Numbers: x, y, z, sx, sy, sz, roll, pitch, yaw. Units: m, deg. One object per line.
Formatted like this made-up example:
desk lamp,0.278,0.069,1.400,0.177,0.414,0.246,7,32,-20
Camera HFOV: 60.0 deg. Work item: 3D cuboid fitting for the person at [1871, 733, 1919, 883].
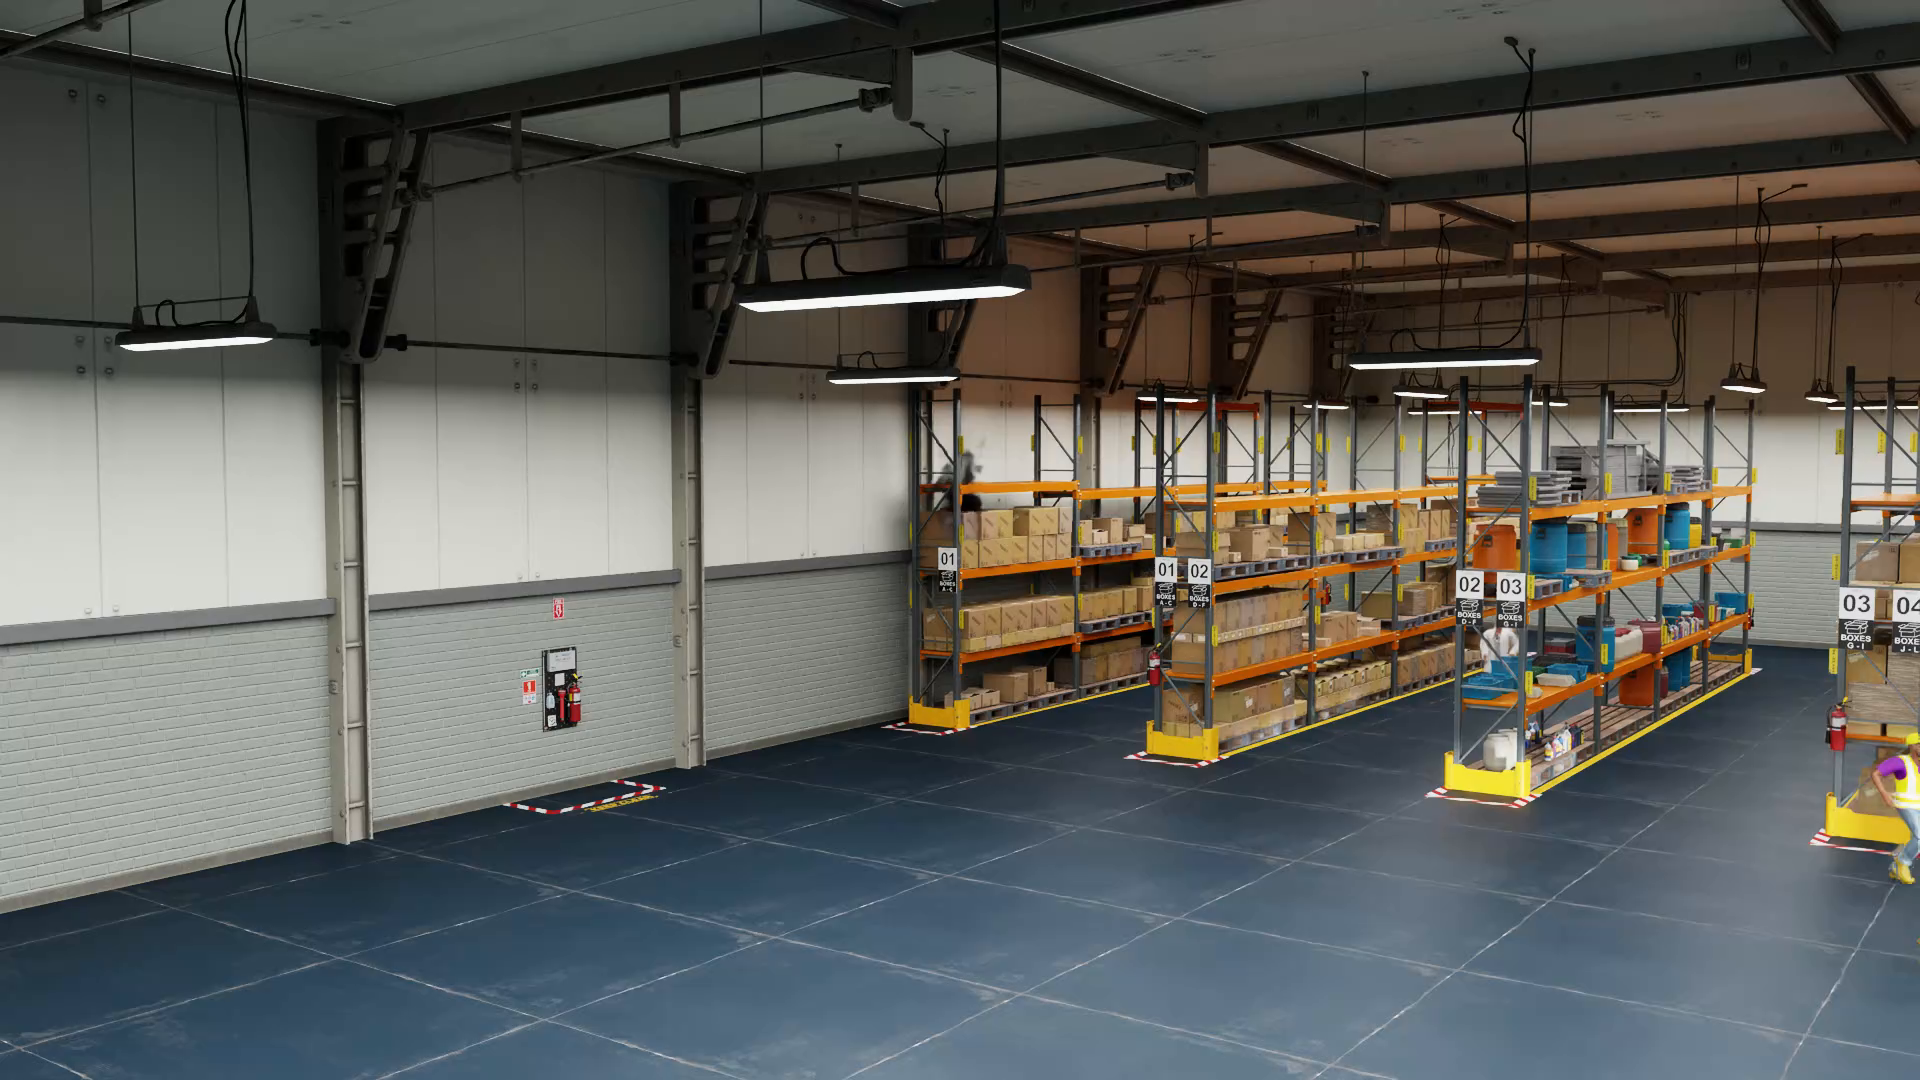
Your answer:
person,10.862,3.051,18.907,0.723,1.717,0.618,-1,3,-17

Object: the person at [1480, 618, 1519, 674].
person,10.291,2.327,31.727,0.736,1.755,0.683,2,4,28
